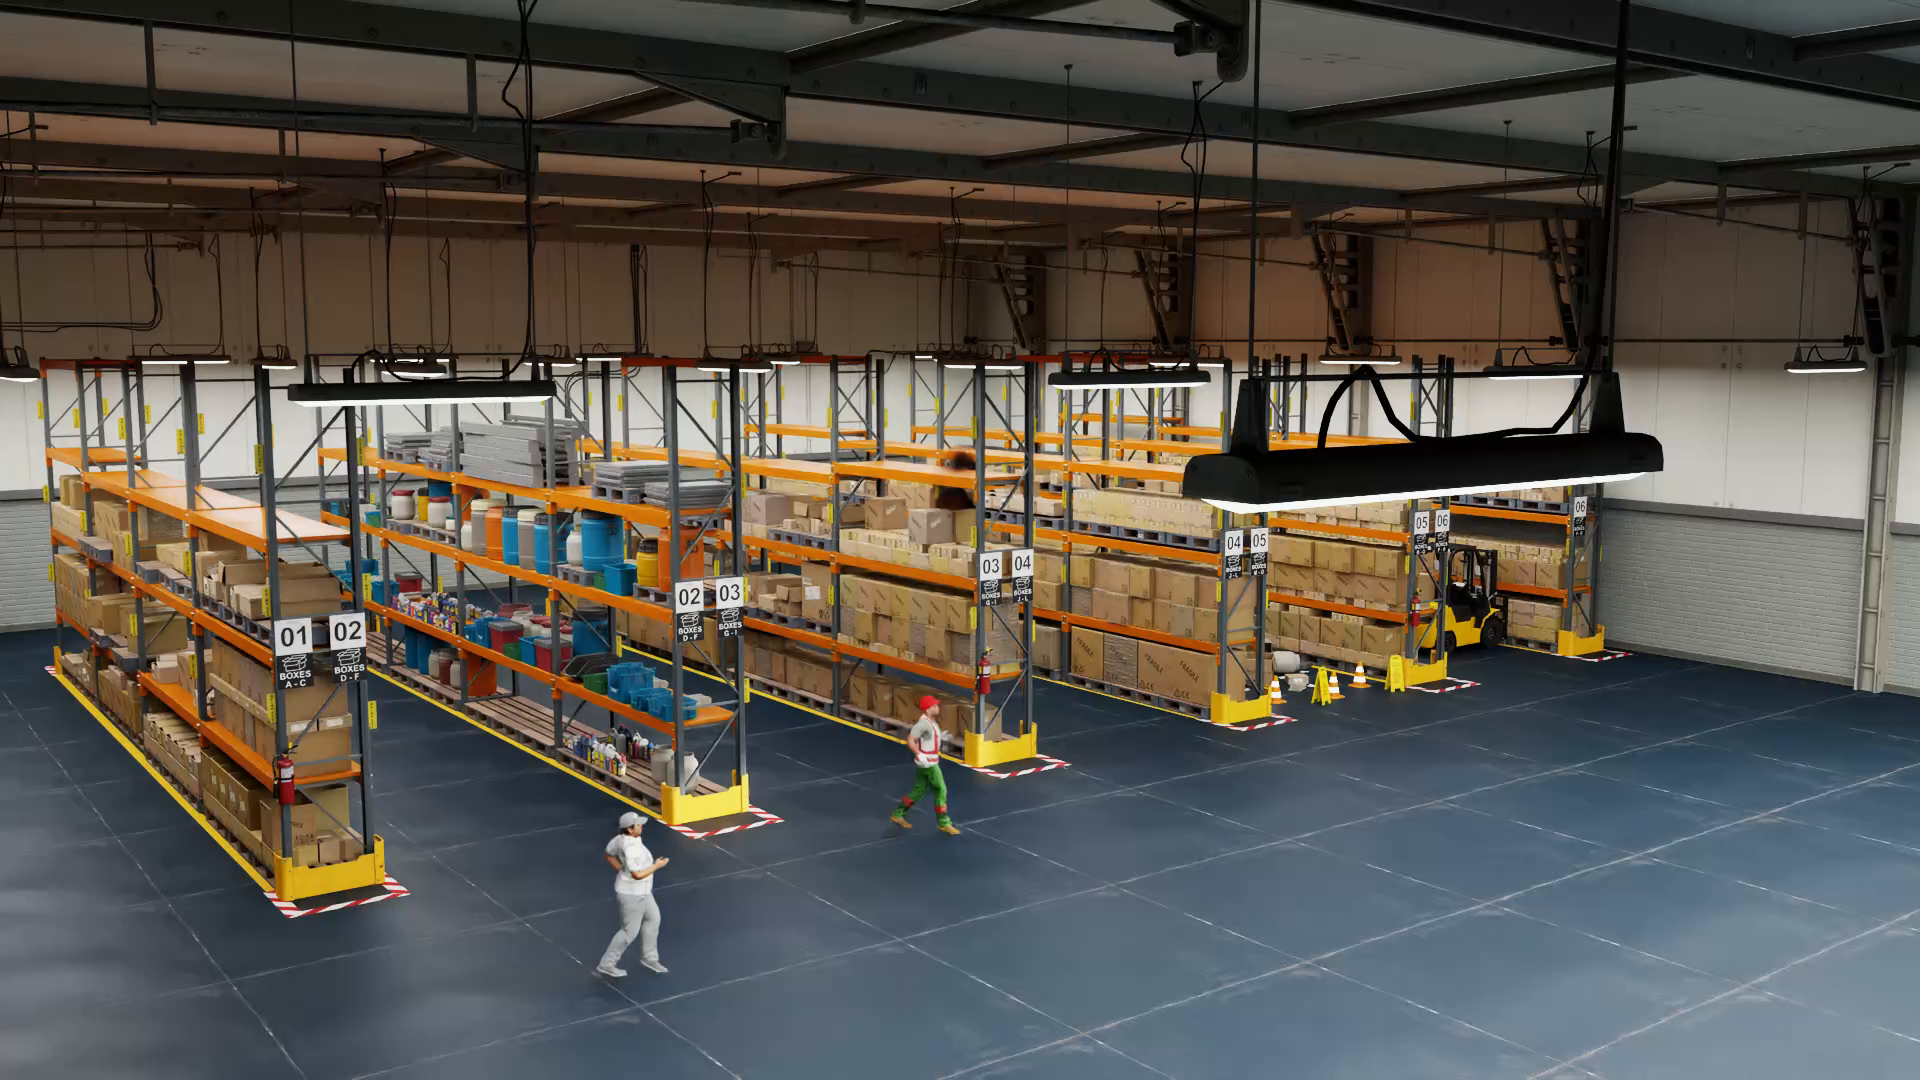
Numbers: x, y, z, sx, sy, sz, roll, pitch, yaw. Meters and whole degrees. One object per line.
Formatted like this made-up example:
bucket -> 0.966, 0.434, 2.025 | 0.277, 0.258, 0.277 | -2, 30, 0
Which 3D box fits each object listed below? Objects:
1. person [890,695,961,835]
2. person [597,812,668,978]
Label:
person -> -0.444, 2.882, 21.339 | 0.912, 1.817, 0.629 | -1, 7, -6
person -> -3.250, 3.534, 16.476 | 0.722, 1.719, 0.587 | -2, 7, -15
